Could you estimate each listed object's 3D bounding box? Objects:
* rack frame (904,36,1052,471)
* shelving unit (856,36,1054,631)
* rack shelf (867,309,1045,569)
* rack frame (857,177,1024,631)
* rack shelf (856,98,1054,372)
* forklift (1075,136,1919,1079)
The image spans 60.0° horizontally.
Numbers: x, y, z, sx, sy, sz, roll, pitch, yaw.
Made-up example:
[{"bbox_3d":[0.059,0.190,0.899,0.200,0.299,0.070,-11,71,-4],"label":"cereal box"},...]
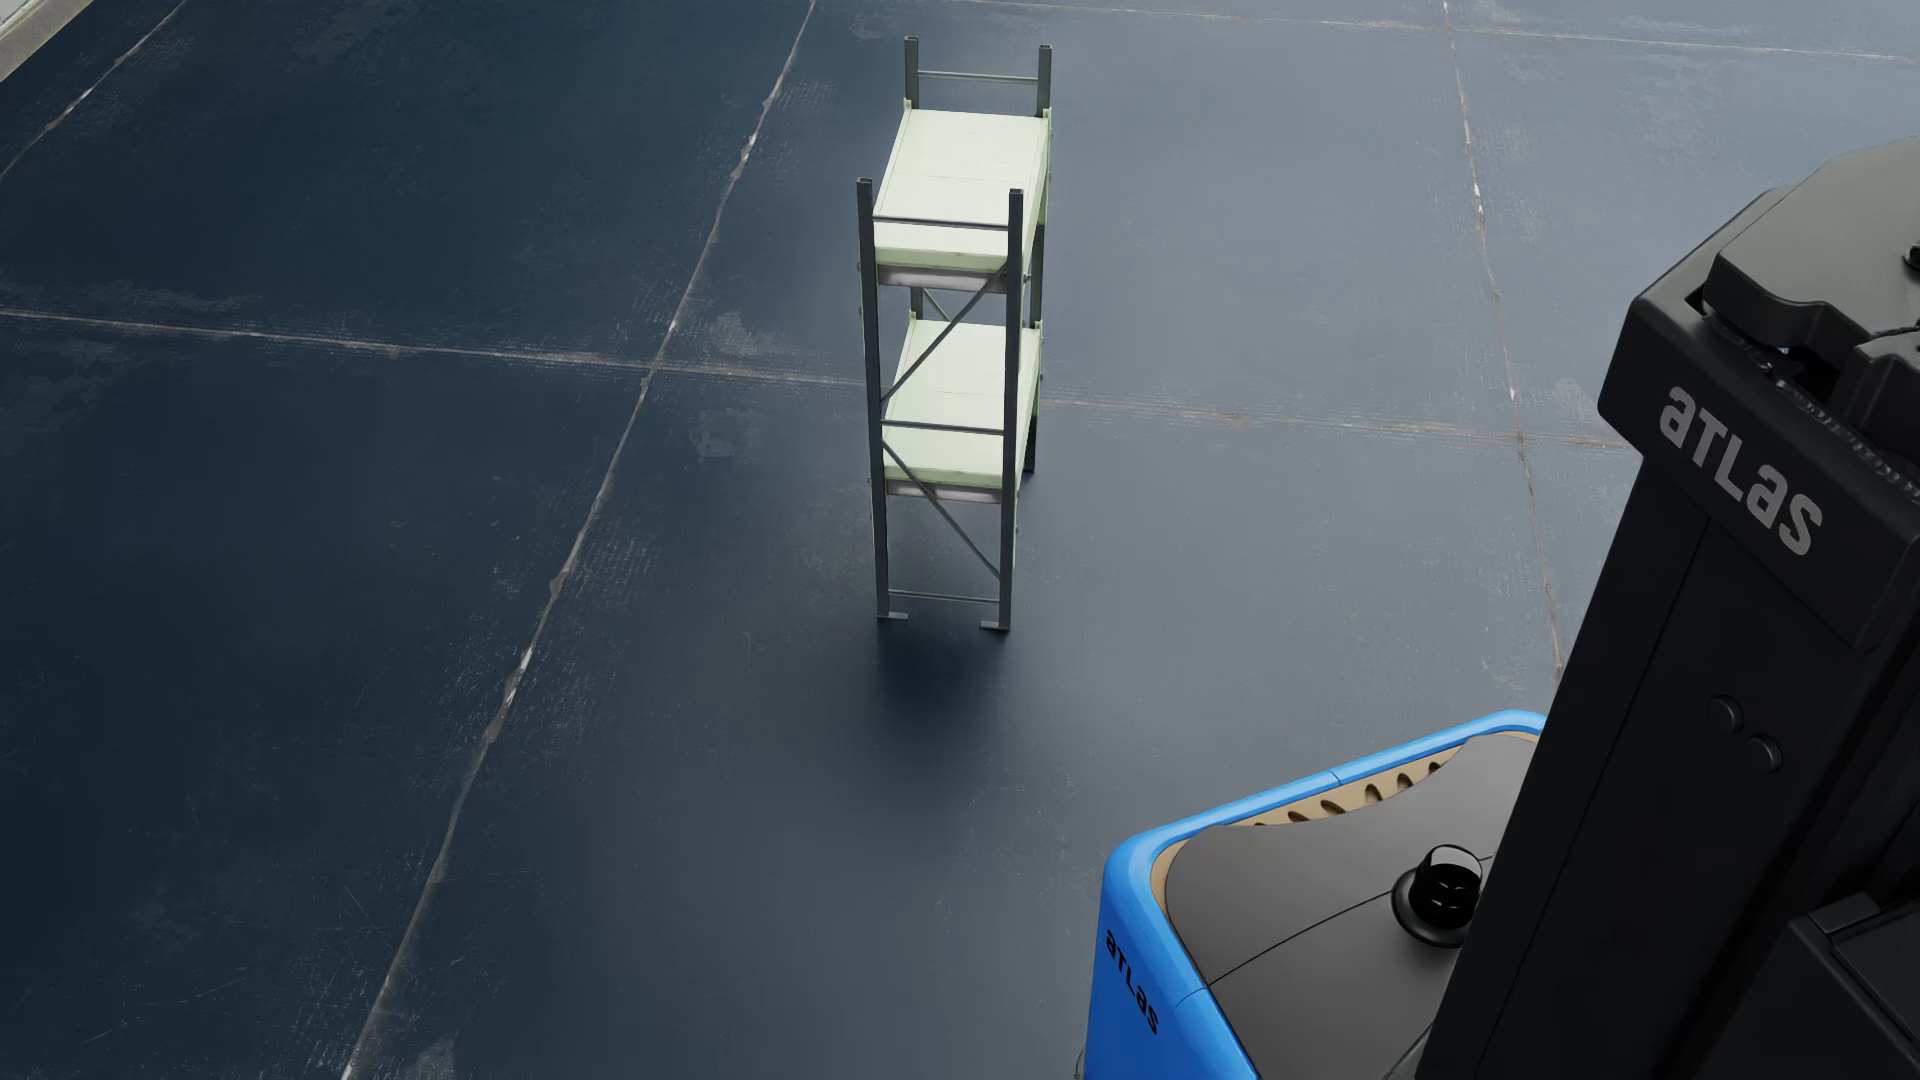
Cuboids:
[{"bbox_3d":[0.049,-0.799,5.003,0.400,1.500,0.023,5,44,6],"label":"rack frame"},{"bbox_3d":[0.001,-0.549,4.739,0.431,1.500,0.755,5,44,6],"label":"shelving unit"},{"bbox_3d":[0.001,-0.312,4.963,0.431,0.370,0.720,5,44,6],"label":"rack shelf"},{"bbox_3d":[-0.048,-0.300,4.476,0.400,1.500,0.023,5,44,6],"label":"rack frame"},{"bbox_3d":[0.001,-0.833,4.471,0.431,0.370,0.720,5,44,6],"label":"rack shelf"},{"bbox_3d":[1.270,1.102,1.954,1.130,2.935,3.031,-15,46,-16],"label":"forklift"}]
